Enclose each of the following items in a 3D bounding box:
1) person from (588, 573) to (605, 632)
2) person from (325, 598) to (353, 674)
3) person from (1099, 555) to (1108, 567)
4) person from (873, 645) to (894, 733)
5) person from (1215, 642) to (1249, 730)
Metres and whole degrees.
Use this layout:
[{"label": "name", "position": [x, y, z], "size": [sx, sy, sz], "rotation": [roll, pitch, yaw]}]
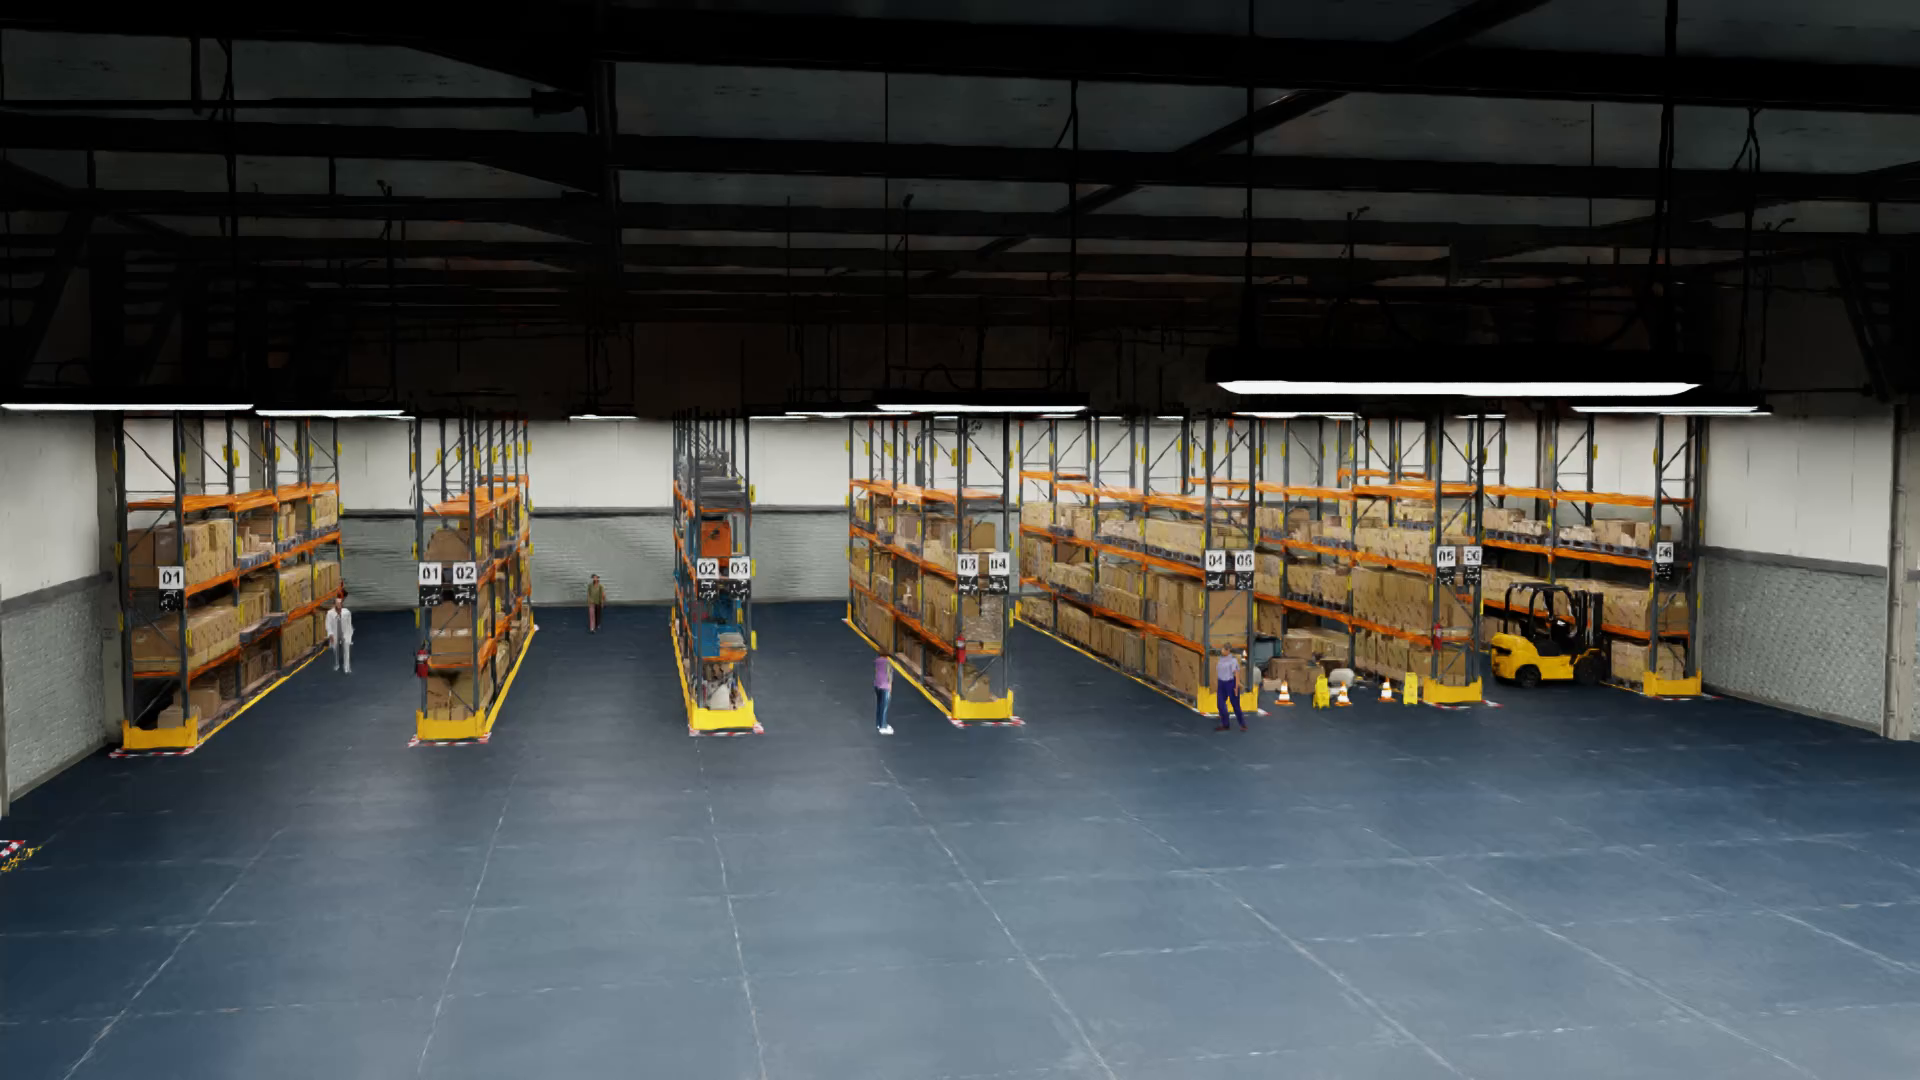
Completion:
[{"label": "person", "position": [-9.916, 1.684, 45.346], "size": [0.447, 1.588, 1.095], "rotation": [-1, 4, -13]}, {"label": "person", "position": [-14.101, 2.164, 37.769], "size": [0.580, 1.715, 1.105], "rotation": [-1, 4, -19]}, {"label": "person", "position": [4.470, 1.273, 51.046], "size": [0.507, 1.658, 0.566], "rotation": [3, 5, 37]}, {"label": "person", "position": [-1.392, 2.734, 30.644], "size": [0.406, 1.600, 0.468], "rotation": [-4, 5, -42]}, {"label": "person", "position": [5.049, 2.716, 30.928], "size": [0.526, 1.640, 0.595], "rotation": [-3, 5, -37]}]
